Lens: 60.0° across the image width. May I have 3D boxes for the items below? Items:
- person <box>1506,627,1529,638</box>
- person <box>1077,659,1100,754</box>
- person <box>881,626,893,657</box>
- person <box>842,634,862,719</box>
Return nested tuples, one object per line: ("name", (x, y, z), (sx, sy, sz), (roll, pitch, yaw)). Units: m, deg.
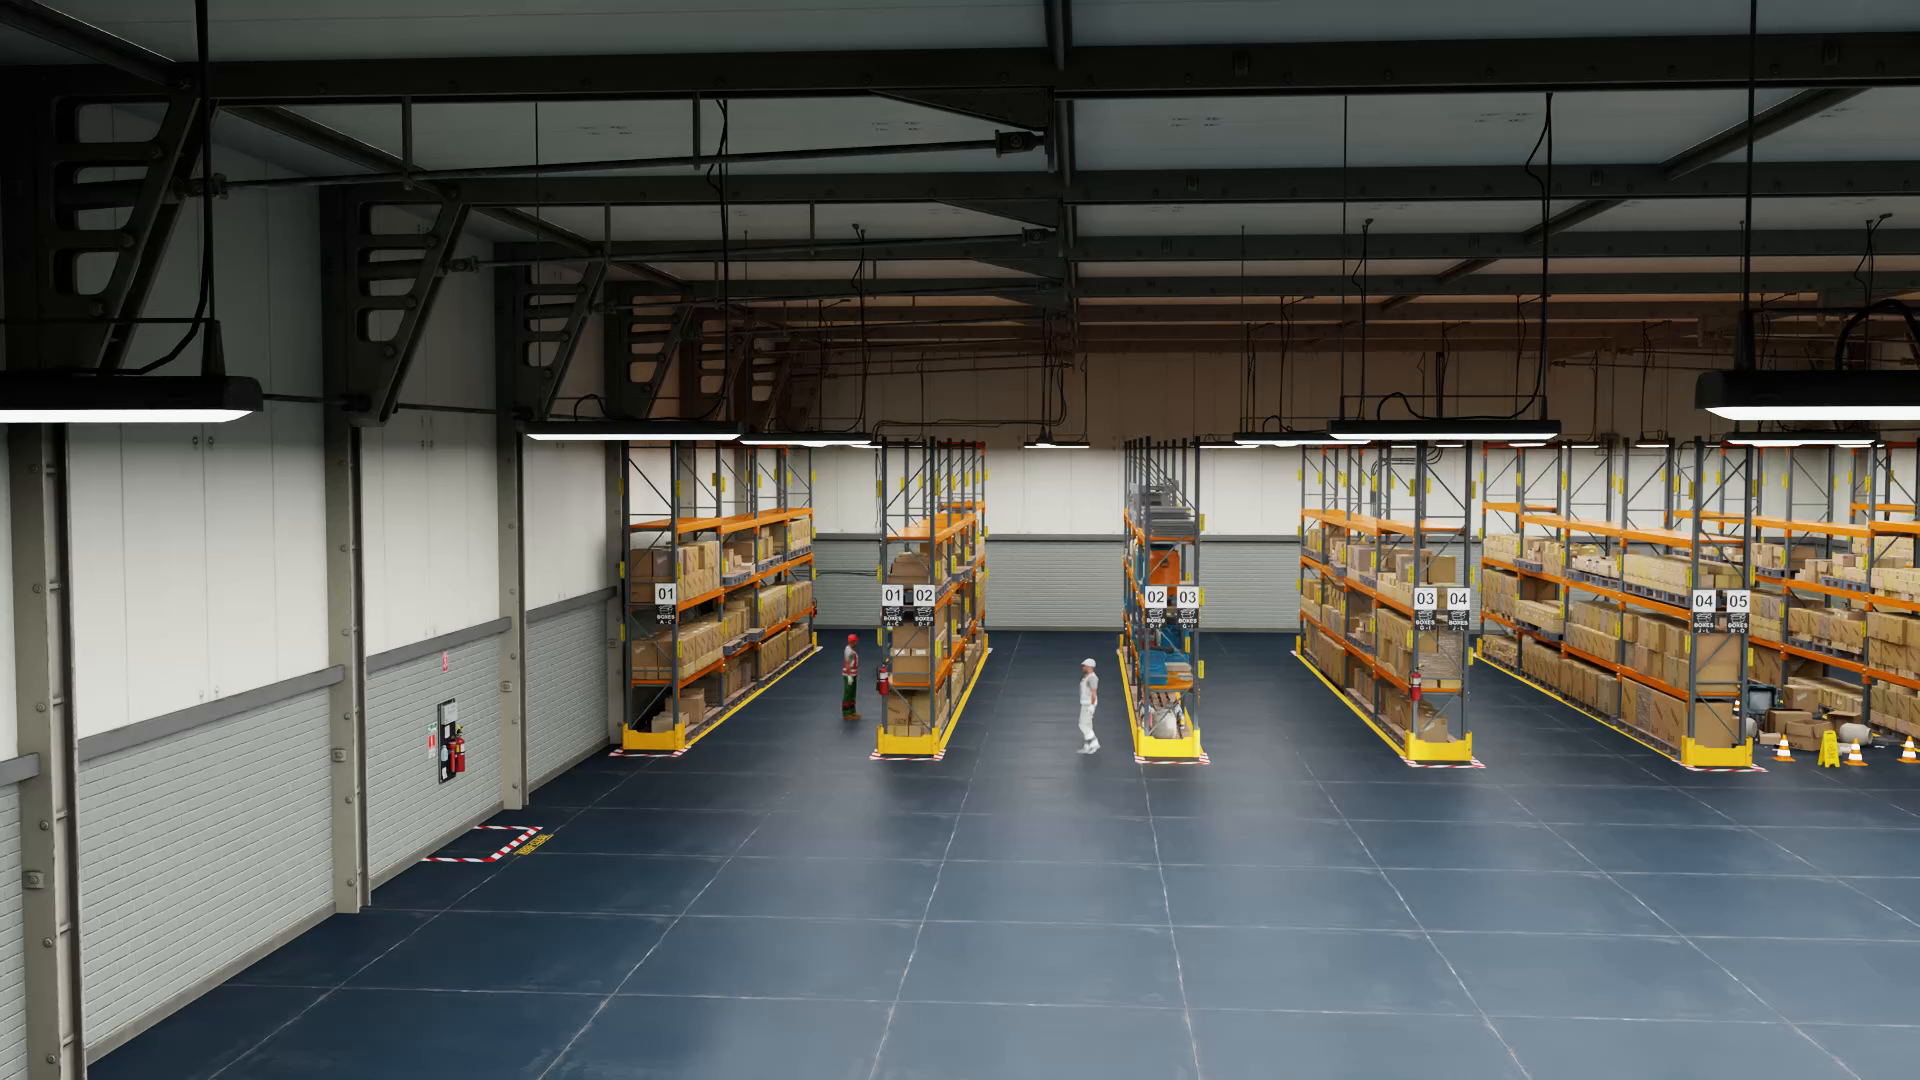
("person", (16.185, 2.305, 48.371), (0.727, 1.634, 0.481), (-2, 3, -28))
("person", (2.421, 3.138, 31.402), (0.414, 1.794, 0.608), (0, 3, -5))
("person", (-1.844, 2.451, 44.787), (0.606, 1.728, 0.602), (3, 4, 41))
("person", (-2.313, 2.918, 35.564), (0.413, 1.803, 0.564), (0, 3, 4))
